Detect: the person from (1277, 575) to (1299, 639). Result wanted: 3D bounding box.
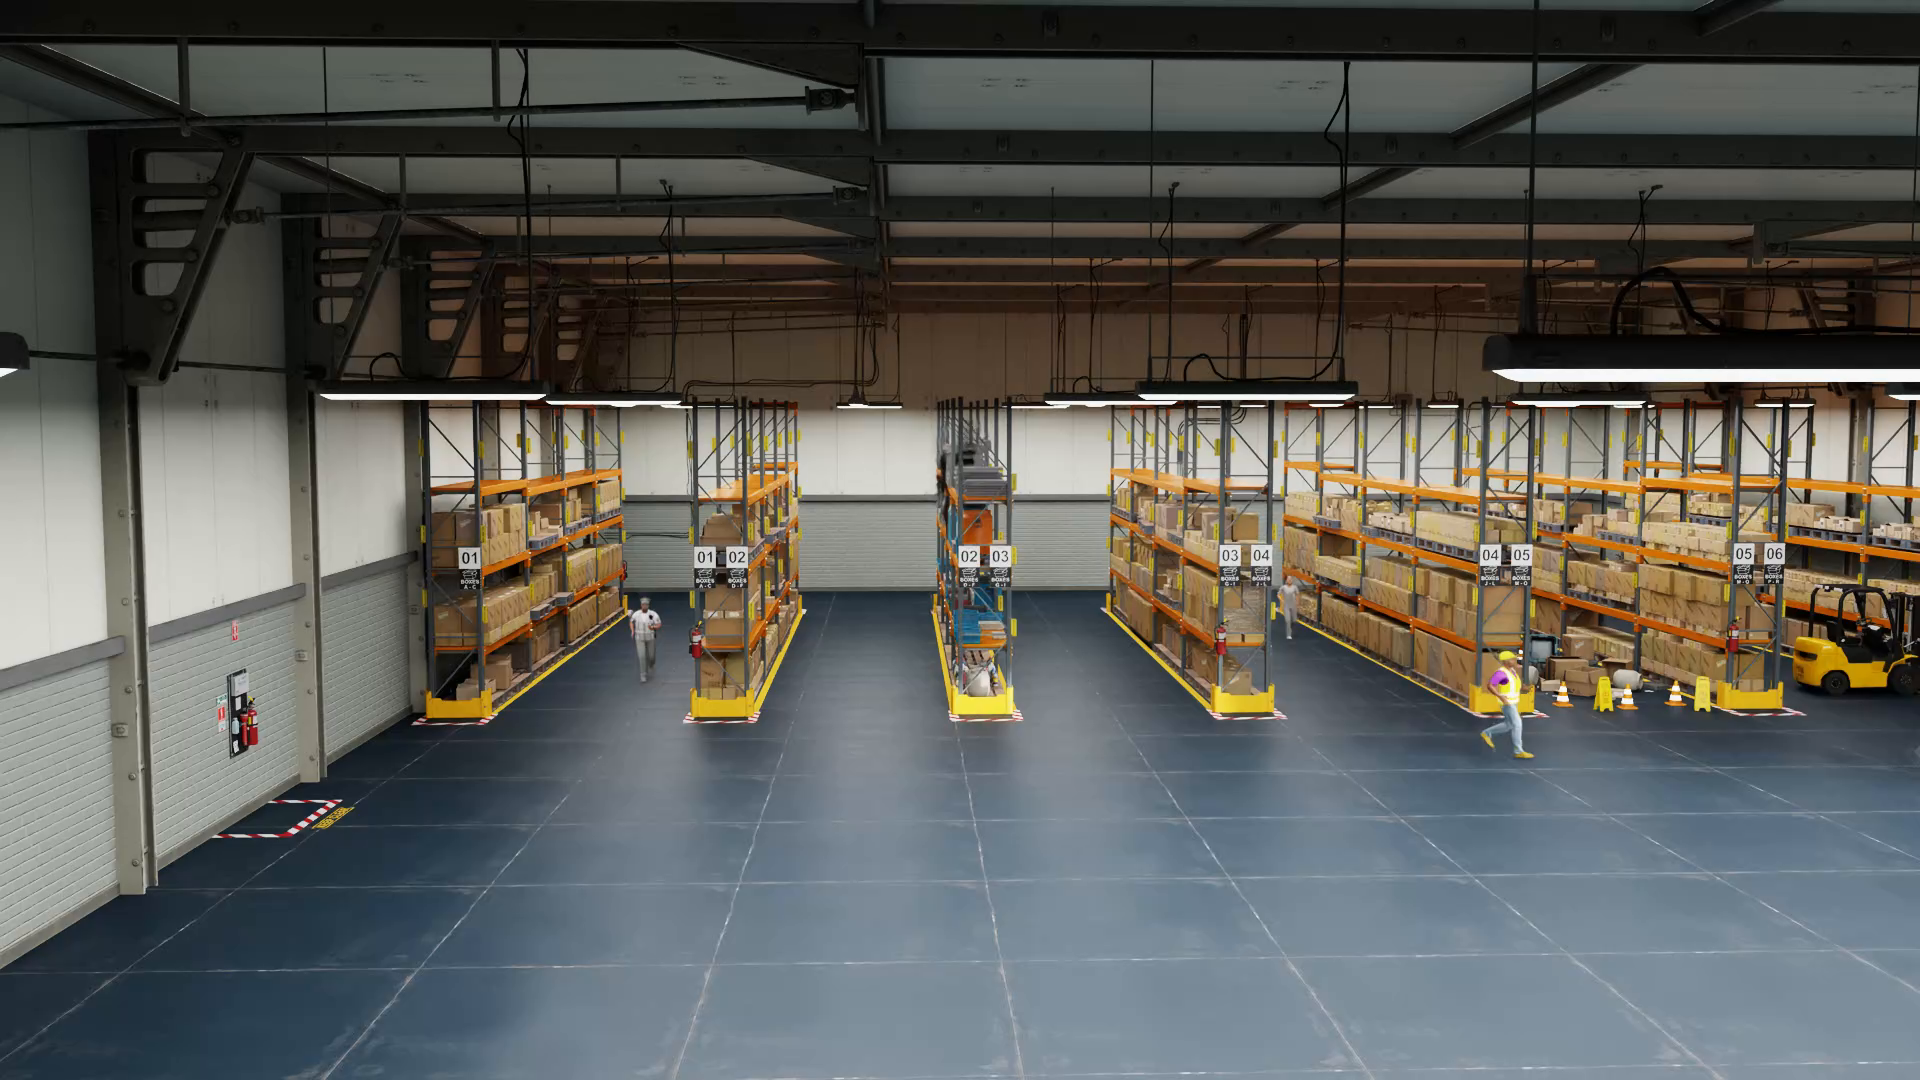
[{"bbox_3d":[8.275,1.691,41.902,0.564,1.586,0.625,0,4,0],"label":"person"}]

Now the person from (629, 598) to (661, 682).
[{"bbox_3d":[-6.707,2.098,35.439,0.673,1.750,0.944,-1,4,-10],"label":"person"}]

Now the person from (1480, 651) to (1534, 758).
[{"bbox_3d":[9.085,2.711,27.603,0.931,1.747,0.713,3,5,36],"label":"person"}]
